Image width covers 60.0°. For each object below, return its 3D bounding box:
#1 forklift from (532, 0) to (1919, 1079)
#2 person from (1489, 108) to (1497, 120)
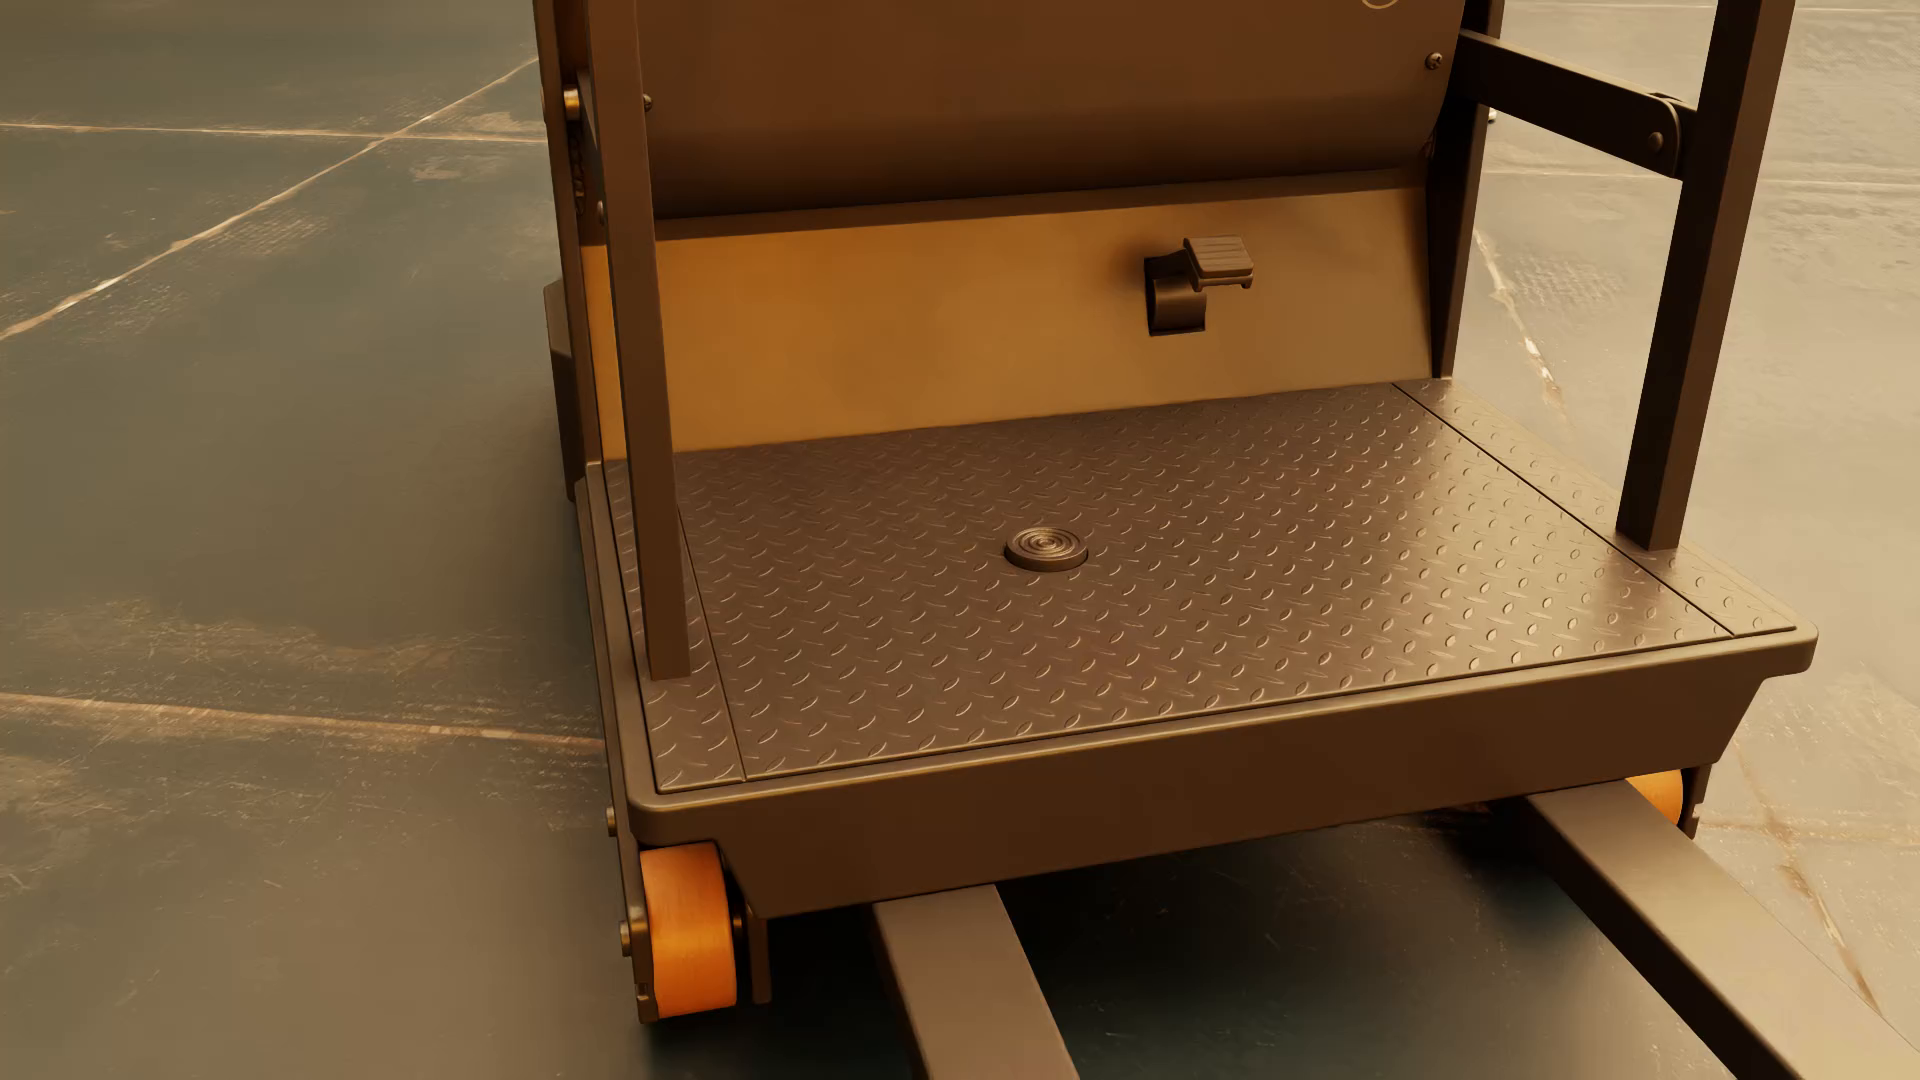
[{"bbox_3d":[0.153,-1.049,1.319,1.130,2.935,3.031,-7,27,-13],"label":"forklift"},{"bbox_3d":[1.572,-2.129,4.878,0.367,1.694,0.458,18,32,32],"label":"person"}]
